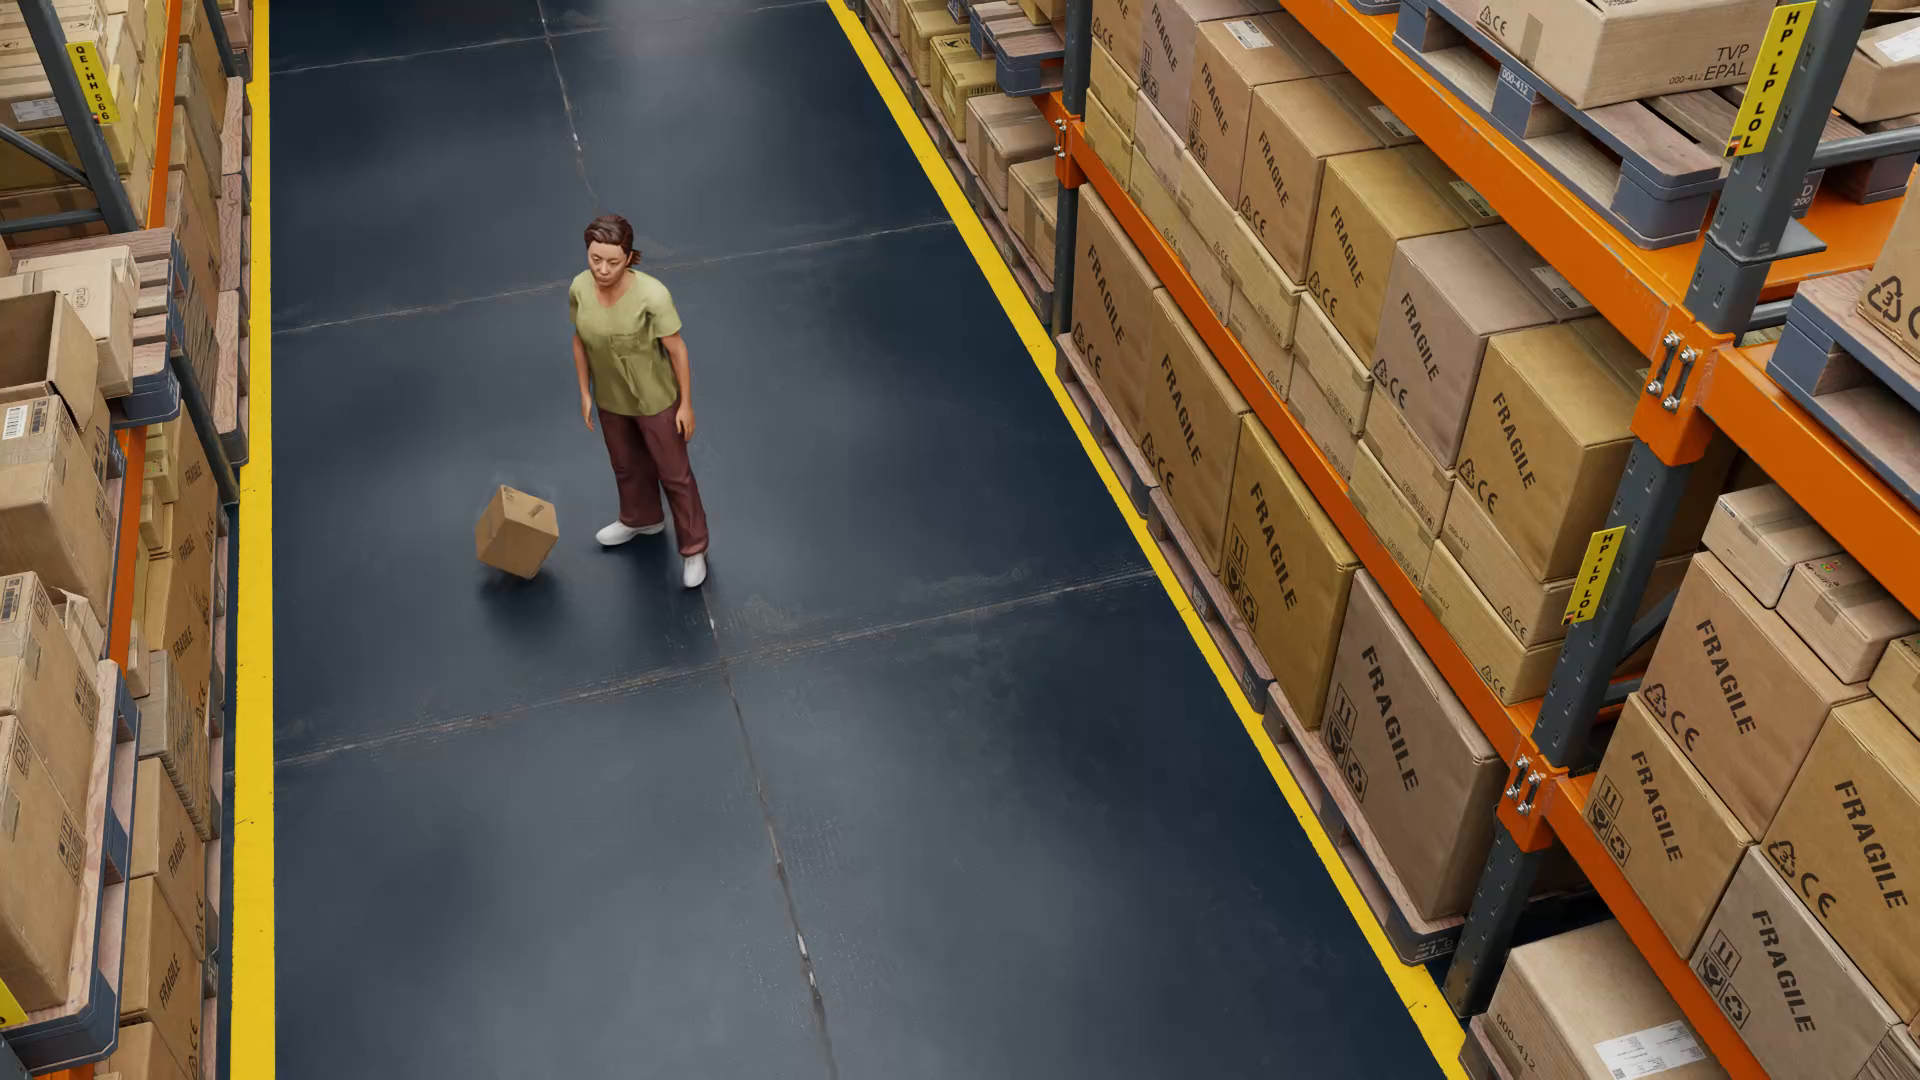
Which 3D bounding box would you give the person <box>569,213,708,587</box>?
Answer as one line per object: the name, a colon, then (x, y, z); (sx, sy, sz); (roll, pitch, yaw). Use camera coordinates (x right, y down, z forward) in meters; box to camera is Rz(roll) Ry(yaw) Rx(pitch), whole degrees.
person: (-1.330, -0.566, 6.745); (0.573, 1.679, 0.375); (13, 44, 14)
